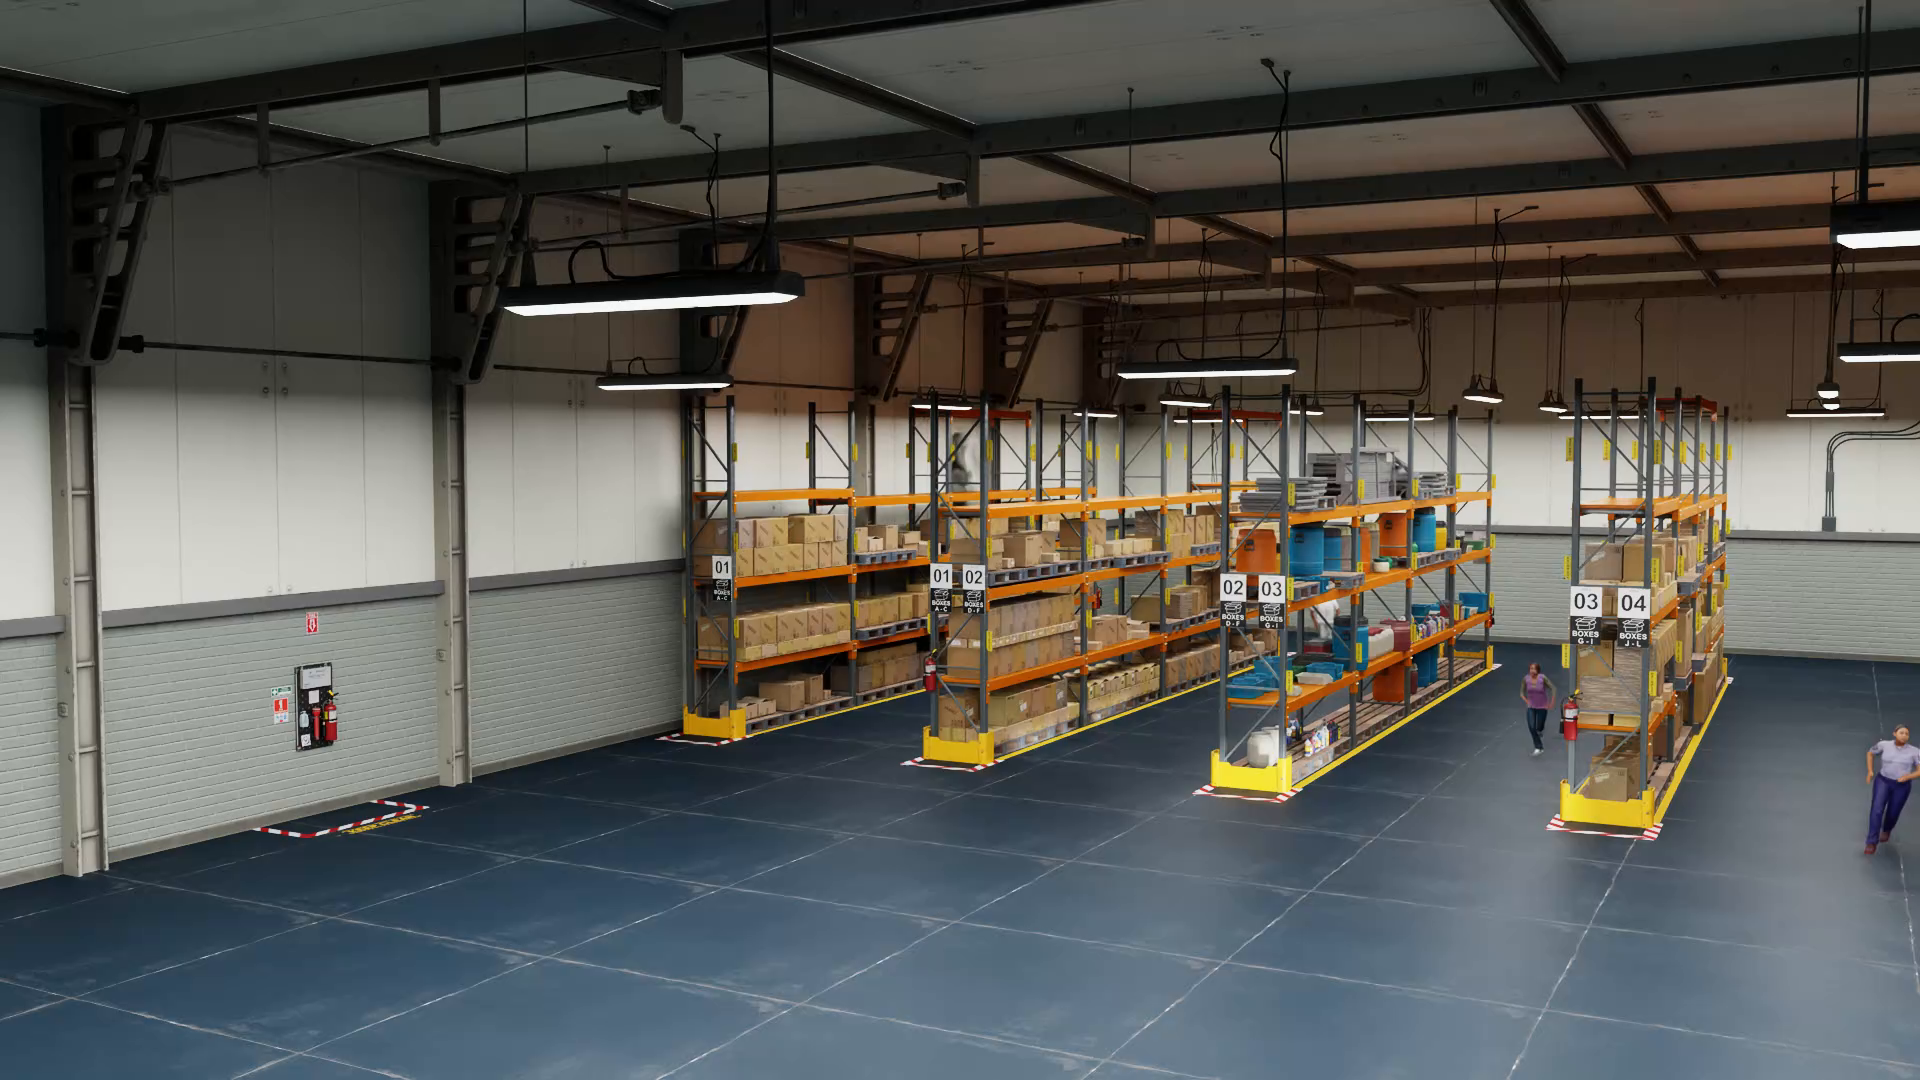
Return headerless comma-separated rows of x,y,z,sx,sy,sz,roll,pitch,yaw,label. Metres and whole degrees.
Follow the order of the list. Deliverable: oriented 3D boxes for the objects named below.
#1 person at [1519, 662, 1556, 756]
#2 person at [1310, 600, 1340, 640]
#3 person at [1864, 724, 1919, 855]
9.588,2.794,27.623,0.575,1.557,0.654,2,3,27,person
8.881,2.024,40.384,0.732,1.728,0.535,0,3,1,person
11.695,3.096,20.807,0.642,1.608,0.857,2,3,29,person
